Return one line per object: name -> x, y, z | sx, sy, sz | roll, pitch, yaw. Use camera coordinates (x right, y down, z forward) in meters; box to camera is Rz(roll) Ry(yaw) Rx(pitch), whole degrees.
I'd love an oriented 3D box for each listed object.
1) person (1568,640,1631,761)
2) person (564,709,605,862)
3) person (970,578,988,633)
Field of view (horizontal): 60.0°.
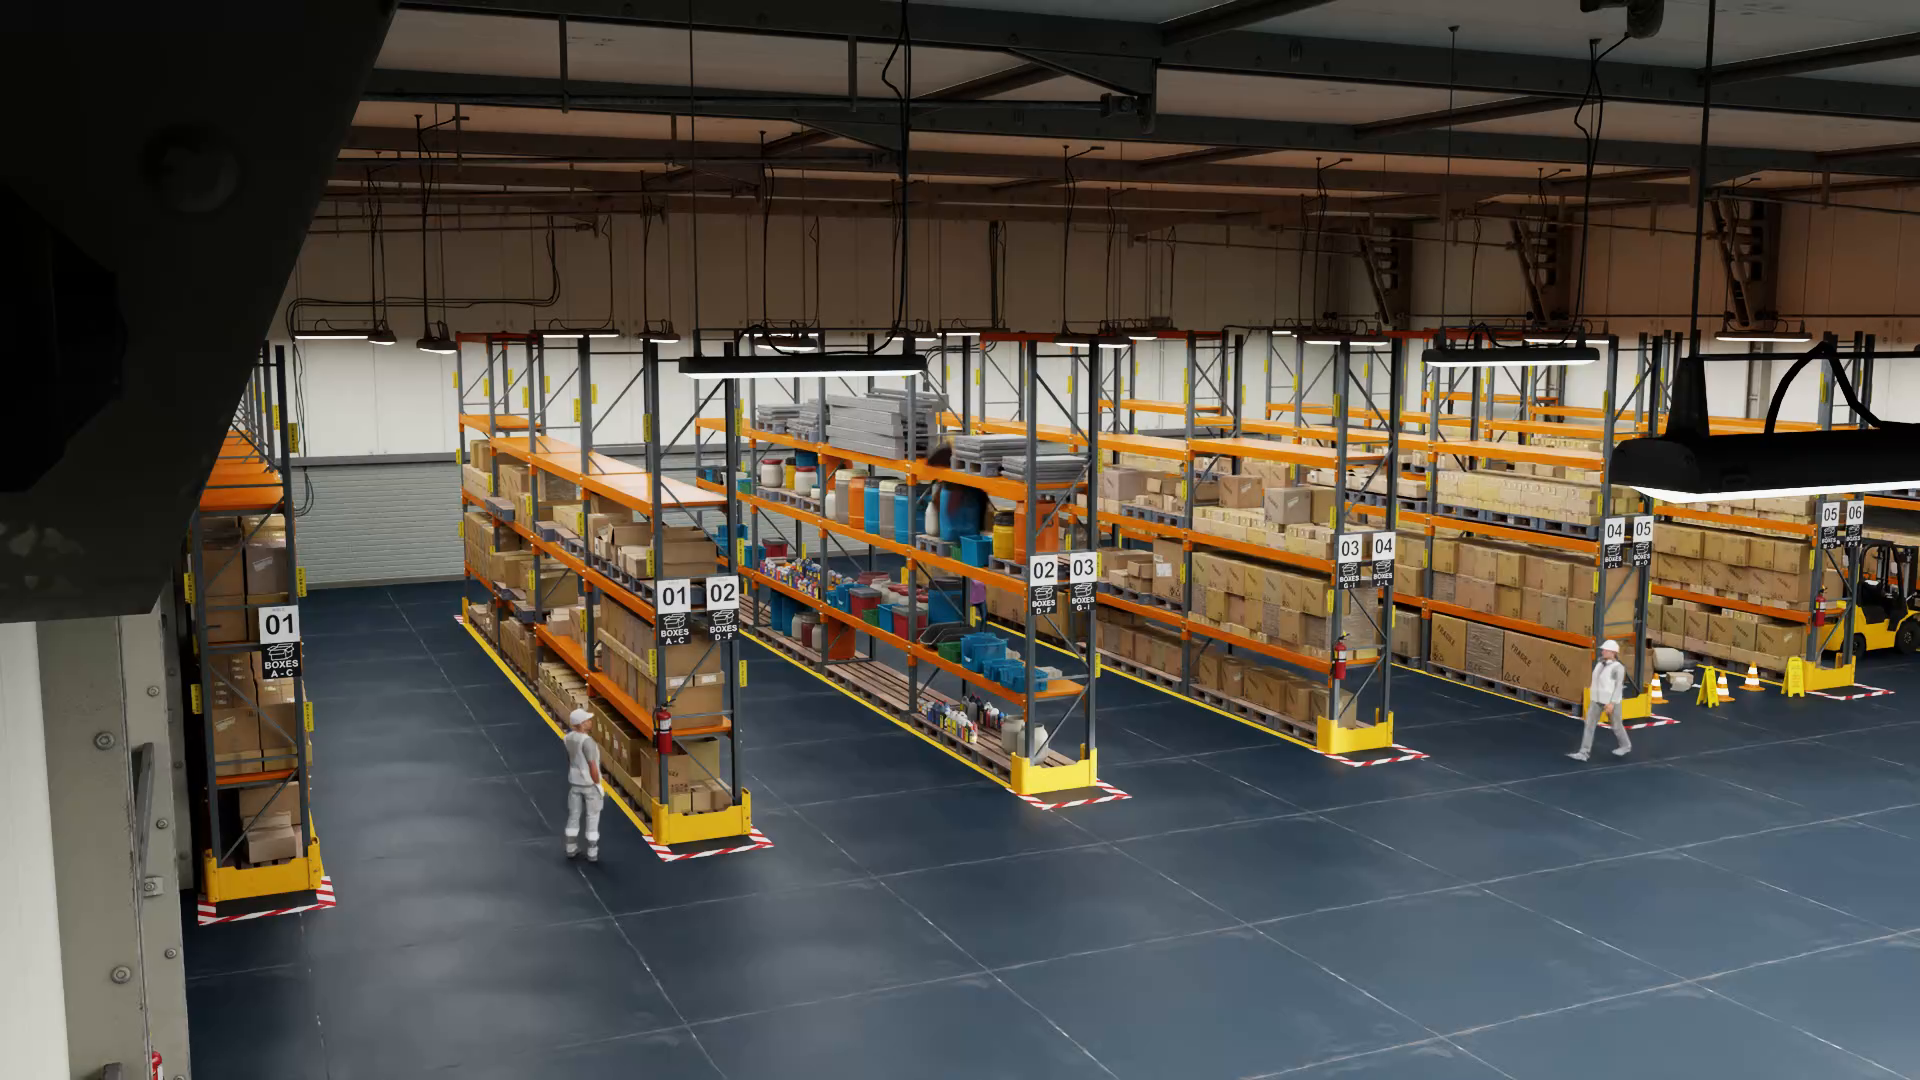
person -> 9.193, 2.289, 23.681 | 1.024, 1.733, 0.524 | -6, 10, -38
person -> -4.380, 2.836, 19.373 | 0.605, 1.793, 0.403 | 4, 9, 26
person -> 0.326, 1.305, 32.416 | 0.450, 1.328, 0.823 | -4, 8, -25
